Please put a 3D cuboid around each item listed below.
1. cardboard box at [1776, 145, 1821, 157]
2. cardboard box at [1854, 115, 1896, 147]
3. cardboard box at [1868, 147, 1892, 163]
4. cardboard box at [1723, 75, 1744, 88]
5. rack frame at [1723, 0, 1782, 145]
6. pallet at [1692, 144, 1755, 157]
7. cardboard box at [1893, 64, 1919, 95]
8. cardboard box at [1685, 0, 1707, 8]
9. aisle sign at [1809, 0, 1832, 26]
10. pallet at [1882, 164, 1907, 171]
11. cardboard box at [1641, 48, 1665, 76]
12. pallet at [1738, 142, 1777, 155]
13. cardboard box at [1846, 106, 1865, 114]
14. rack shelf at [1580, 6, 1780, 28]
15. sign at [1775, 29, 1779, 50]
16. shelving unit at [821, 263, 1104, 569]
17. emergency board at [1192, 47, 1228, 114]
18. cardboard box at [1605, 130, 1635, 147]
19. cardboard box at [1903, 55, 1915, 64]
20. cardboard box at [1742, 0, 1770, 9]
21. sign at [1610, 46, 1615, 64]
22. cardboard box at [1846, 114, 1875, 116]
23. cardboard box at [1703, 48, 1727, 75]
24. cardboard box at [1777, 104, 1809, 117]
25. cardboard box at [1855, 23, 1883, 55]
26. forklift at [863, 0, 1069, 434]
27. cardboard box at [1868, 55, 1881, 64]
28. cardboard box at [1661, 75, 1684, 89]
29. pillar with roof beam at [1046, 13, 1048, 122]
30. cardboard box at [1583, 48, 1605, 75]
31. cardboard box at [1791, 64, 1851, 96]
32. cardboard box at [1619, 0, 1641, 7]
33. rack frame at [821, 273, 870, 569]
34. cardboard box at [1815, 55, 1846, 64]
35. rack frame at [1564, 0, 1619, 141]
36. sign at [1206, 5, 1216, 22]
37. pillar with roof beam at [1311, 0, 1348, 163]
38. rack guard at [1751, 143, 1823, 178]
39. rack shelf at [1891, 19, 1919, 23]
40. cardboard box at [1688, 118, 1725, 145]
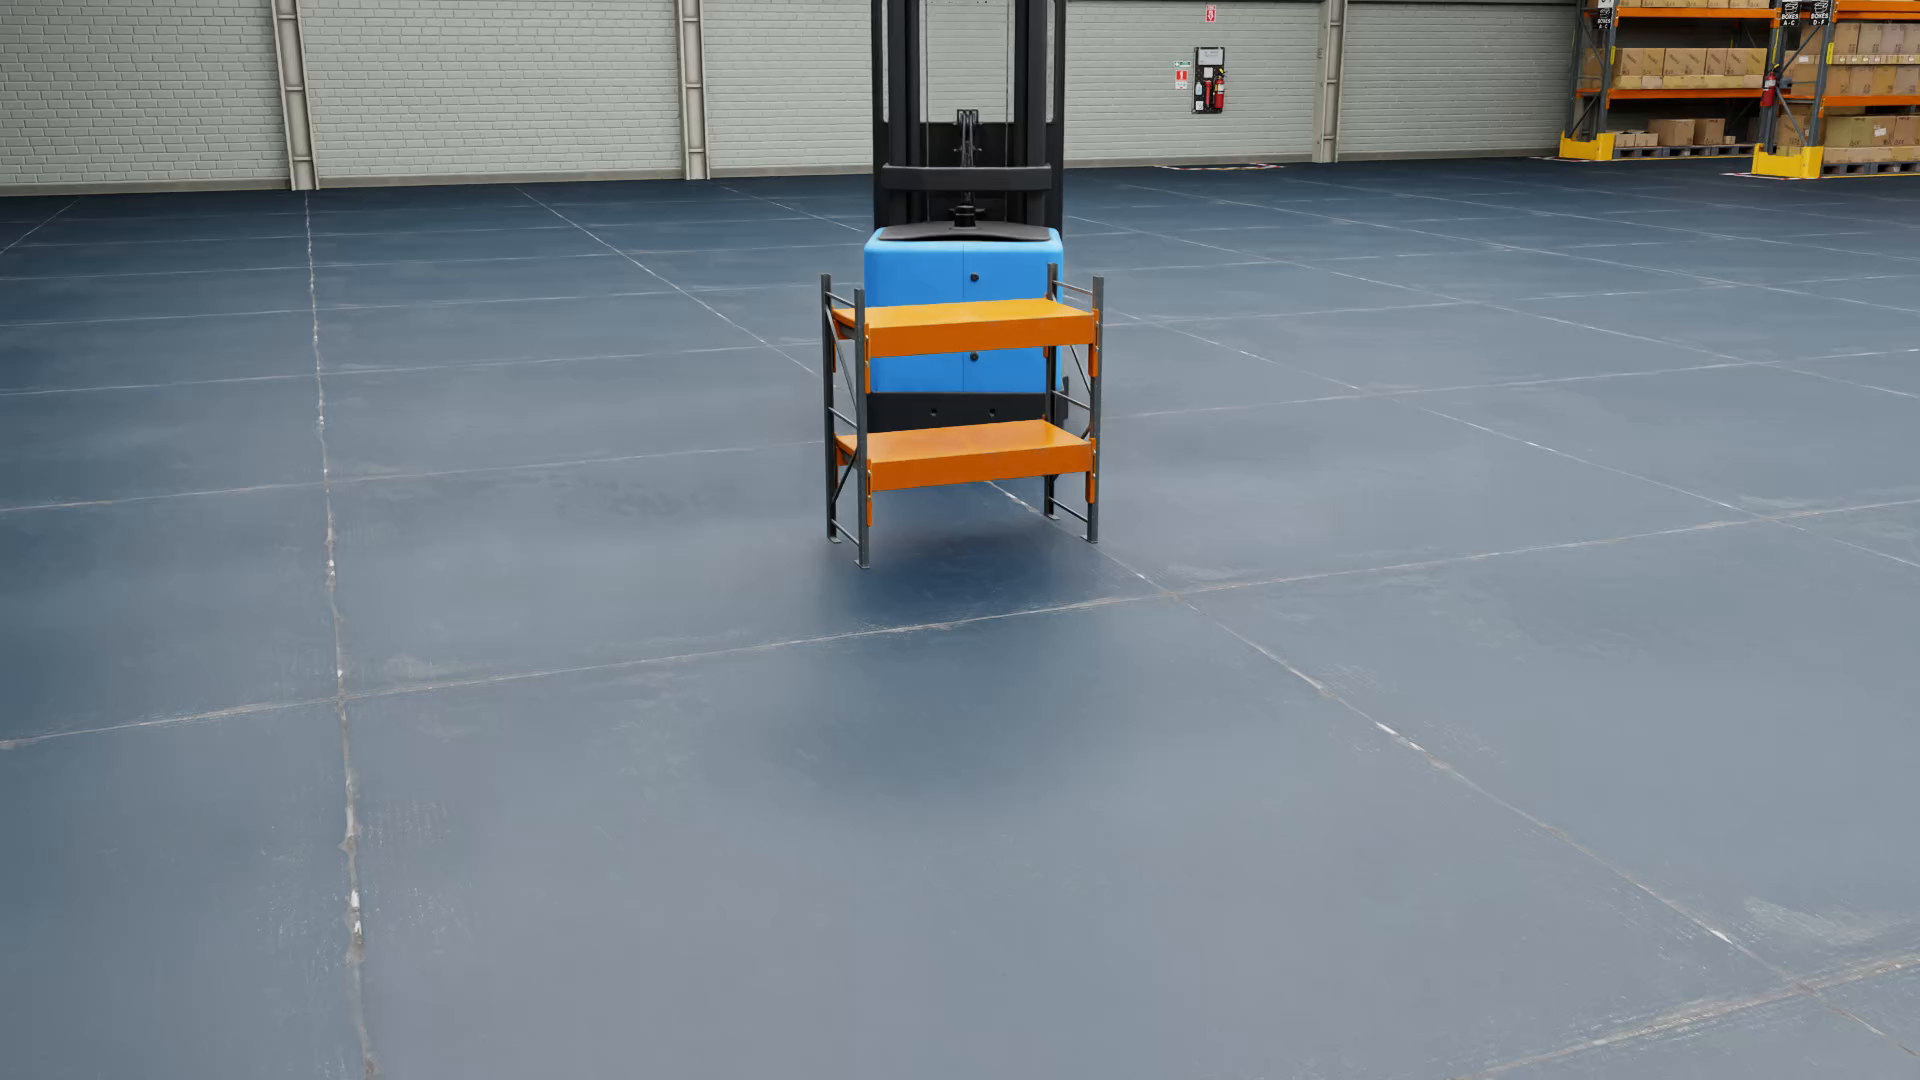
[{"bbox_3d":[14.309,-6.597,28.373,0.500,0.250,0.500,-6,17,-20],"label":"cardboard box"},{"bbox_3d":[15.423,-6.925,28.160,0.500,0.500,0.500,-6,17,-20],"label":"cardboard box"},{"bbox_3d":[15.427,-6.562,28.255,0.500,0.250,0.500,-6,17,-20],"label":"cardboard box"},{"bbox_3d":[15.071,-9.051,32.827,0.500,0.250,0.500,-6,17,-20],"label":"cardboard box"},{"bbox_3d":[15.873,-9.289,33.406,0.127,3.000,1.000,-6,17,-20],"label":"rack frame"},{"bbox_3d":[15.258,-7.874,33.537,1.213,0.211,1.003,-6,17,-20],"label":"pallet"},{"bbox_3d":[15.799,-7.831,28.265,0.500,0.500,0.700,-6,17,-18],"label":"cardboard box"},{"bbox_3d":[14.030,-10.508,32.021,0.500,0.500,0.500,-5,17,-17],"label":"cardboard box"},{"bbox_3d":[13.962,-8.743,26.933,0.004,0.787,0.394,-6,17,-20],"label":"aisle sign"},{"bbox_3d":[16.891,-6.579,29.127,1.213,0.211,1.003,-6,17,-20],"label":"pallet"},{"bbox_3d":[13.156,-9.199,32.001,0.500,0.500,0.500,-6,17,-20],"label":"cardboard box"},{"bbox_3d":[16.599,-8.030,34.068,1.213,0.211,1.003,-6,17,-20],"label":"pallet"},{"bbox_3d":[18.400,-8.936,34.531,0.500,0.250,0.500,-6,17,-19],"label":"cardboard box"},{"bbox_3d":[14.005,-10.181,32.398,4.000,0.370,1.077,-6,17,-20],"label":"rack shelf"},{"bbox_3d":[13.733,-8.396,27.890,0.005,0.325,0.100,-6,17,-20],"label":"sign"},{"bbox_3d":[0.006,-0.540,6.942,1.048,1.125,0.538,-6,17,-20],"label":"shelving unit"},{"bbox_3d":[4.558,-8.340,30.174,0.643,1.169,0.194,-6,17,-20],"label":"emergency board"},{"bbox_3d":[12.816,-7.853,32.507,0.500,0.311,0.500,-8,18,-26],"label":"cardboard box"},{"bbox_3d":[15.793,-8.080,27.959,0.250,0.149,0.380,-6,17,-20],"label":"cardboard box"},{"bbox_3d":[15.487,-10.669,32.571,0.500,0.500,0.500,-6,17,-19],"label":"cardboard box"},{"bbox_3d":[12.332,-9.158,31.425,0.005,0.325,0.100,-6,17,-20],"label":"sign"},{"bbox_3d":[15.704,-7.112,28.796,0.500,0.500,0.500,-6,17,-20],"label":"cardboard box"},{"bbox_3d":[14.604,-9.358,32.540,0.500,0.500,0.500,-7,18,-22],"label":"cardboard box"},{"bbox_3d":[16.964,-8.784,34.013,0.500,0.250,0.500,-7,18,-21],"label":"cardboard box"},{"bbox_3d":[14.893,-8.357,27.751,0.500,0.500,0.700,-7,18,-22],"label":"cardboard box"},{"bbox_3d":[0.053,-2.293,9.704,1.130,2.935,3.031,0,16,1],"label":"forklift"},{"bbox_3d":[15.073,-8.002,27.694,0.250,0.149,0.380,-6,18,-21],"label":"cardboard box"},{"bbox_3d":[13.665,-8.895,32.295,0.500,0.250,0.500,-6,18,-21],"label":"cardboard box"},{"bbox_3d":[2.817,-9.720,24.226,0.400,9.000,9.100,-6,17,-20],"label":"pillar with roof beam"},{"bbox_3d":[12.502,-9.286,32.298,0.500,0.500,0.500,-6,18,-21],"label":"cardboard box"},{"bbox_3d":[14.354,-7.674,27.731,0.500,0.500,0.700,-6,17,-20],"label":"cardboard box"},{"bbox_3d":[12.539,-10.350,31.484,0.500,0.500,0.500,-6,17,-19],"label":"cardboard box"},{"bbox_3d":[-0.468,-0.489,6.768,0.032,1.125,0.500,-6,17,-20],"label":"rack frame"},{"bbox_3d":[14.357,-7.925,27.432,0.250,0.149,0.380,-6,18,-20],"label":"cardboard box"},{"bbox_3d":[12.138,-8.886,32.033,0.127,3.000,1.000,-6,17,-20],"label":"rack frame"},{"bbox_3d":[4.515,-9.477,29.934,0.199,0.298,0.001,-6,17,-20],"label":"sign"},{"bbox_3d":[8.420,-10.325,26.286,0.400,9.000,9.100,-6,17,-20],"label":"pillar with roof beam"},{"bbox_3d":[13.891,-6.381,27.940,0.348,0.500,1.175,-6,17,-20],"label":"rack guard"},{"bbox_3d":[21.476,-10.988,35.145,4.000,0.370,1.077,-6,17,-20],"label":"rack shelf"},{"bbox_3d":[14.918,-8.185,33.304,0.500,0.500,0.500,-8,18,-24],"label":"cardboard box"}]
